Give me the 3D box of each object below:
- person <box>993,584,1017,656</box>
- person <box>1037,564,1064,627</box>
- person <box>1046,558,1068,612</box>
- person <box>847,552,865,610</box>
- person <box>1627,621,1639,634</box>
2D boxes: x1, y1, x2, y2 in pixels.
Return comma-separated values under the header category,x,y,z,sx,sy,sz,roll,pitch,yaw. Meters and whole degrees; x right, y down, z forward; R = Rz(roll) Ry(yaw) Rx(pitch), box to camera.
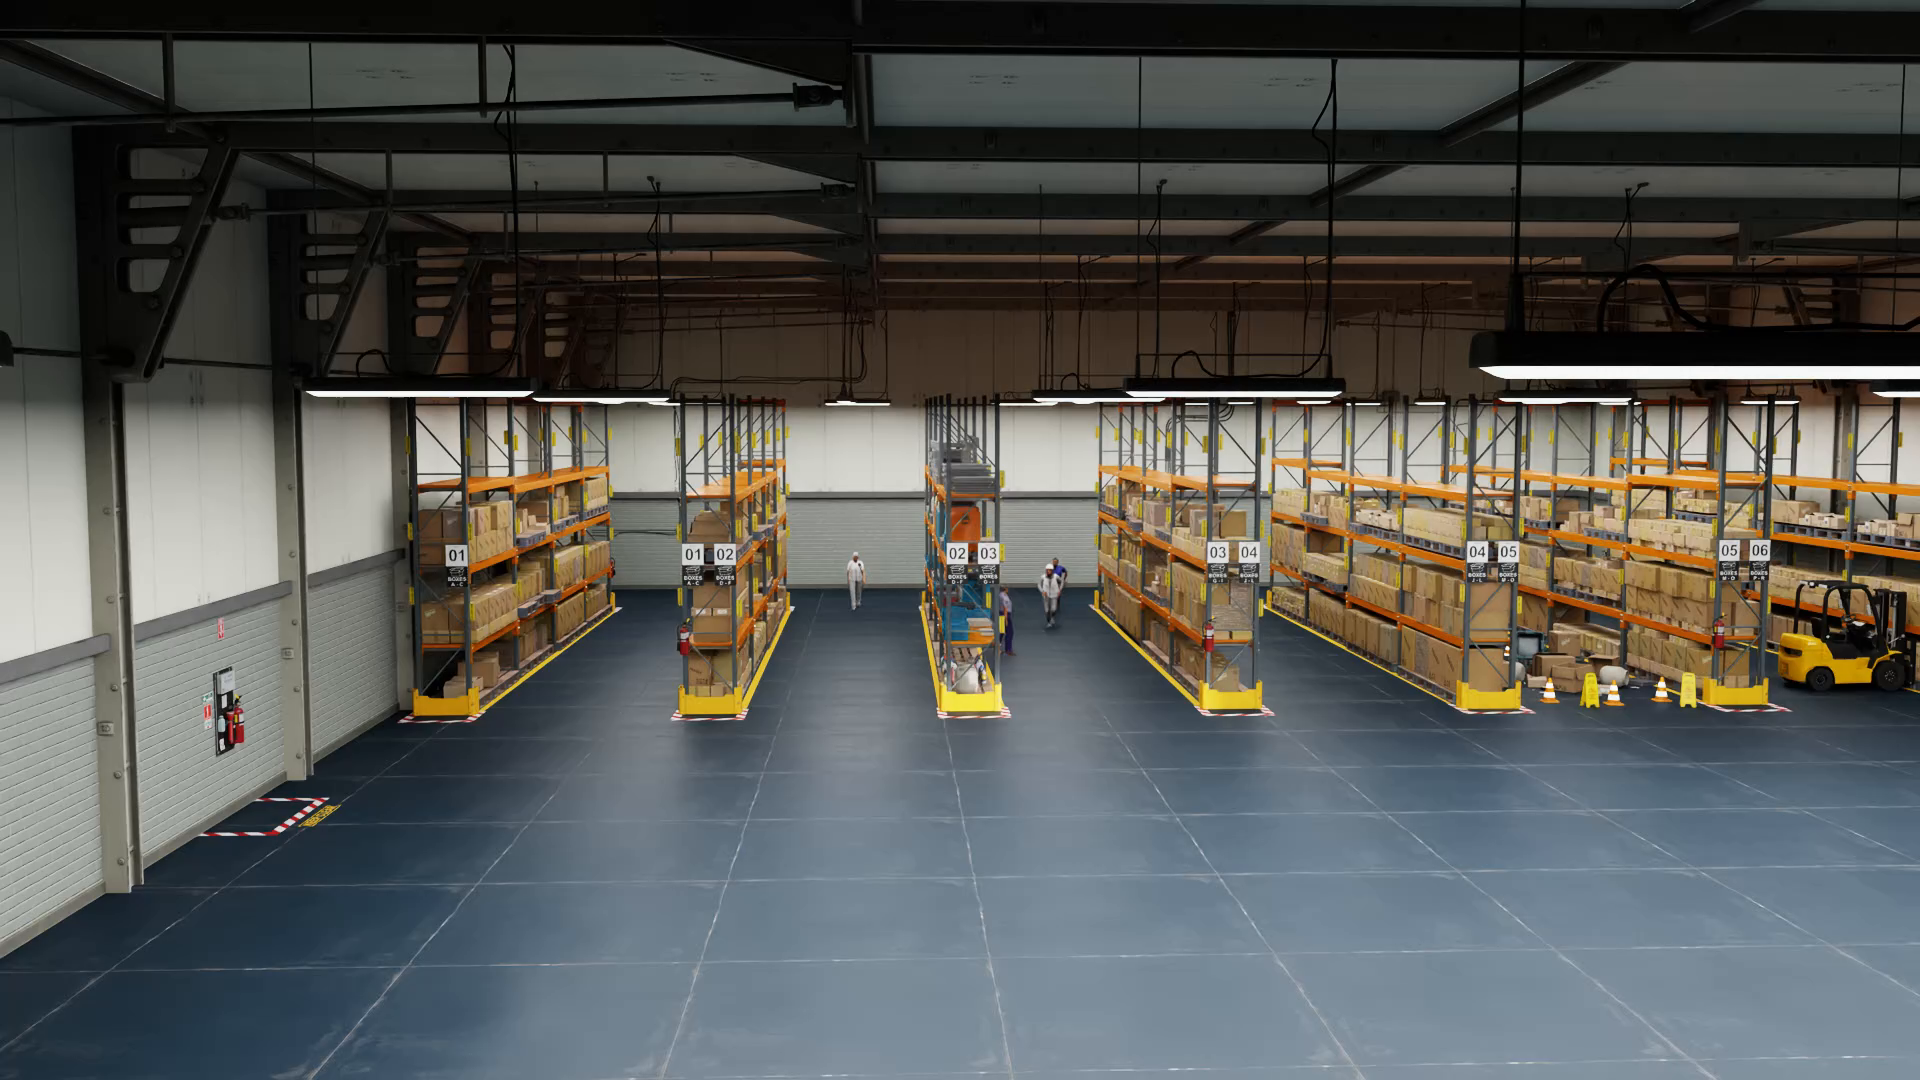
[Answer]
category,x,y,z,sx,sy,sz,roll,pitch,yaw
person,1.026,1.860,38.704,0.504,1.684,0.549,-2,5,-26
person,2.376,1.448,43.485,0.691,1.684,0.719,0,5,6
person,2.712,1.263,46.605,0.606,1.567,0.735,1,5,7
person,-2.976,1.147,47.578,0.519,1.605,1.034,0,5,-6
person,16.972,1.585,41.914,0.505,1.702,0.370,-3,5,-32
